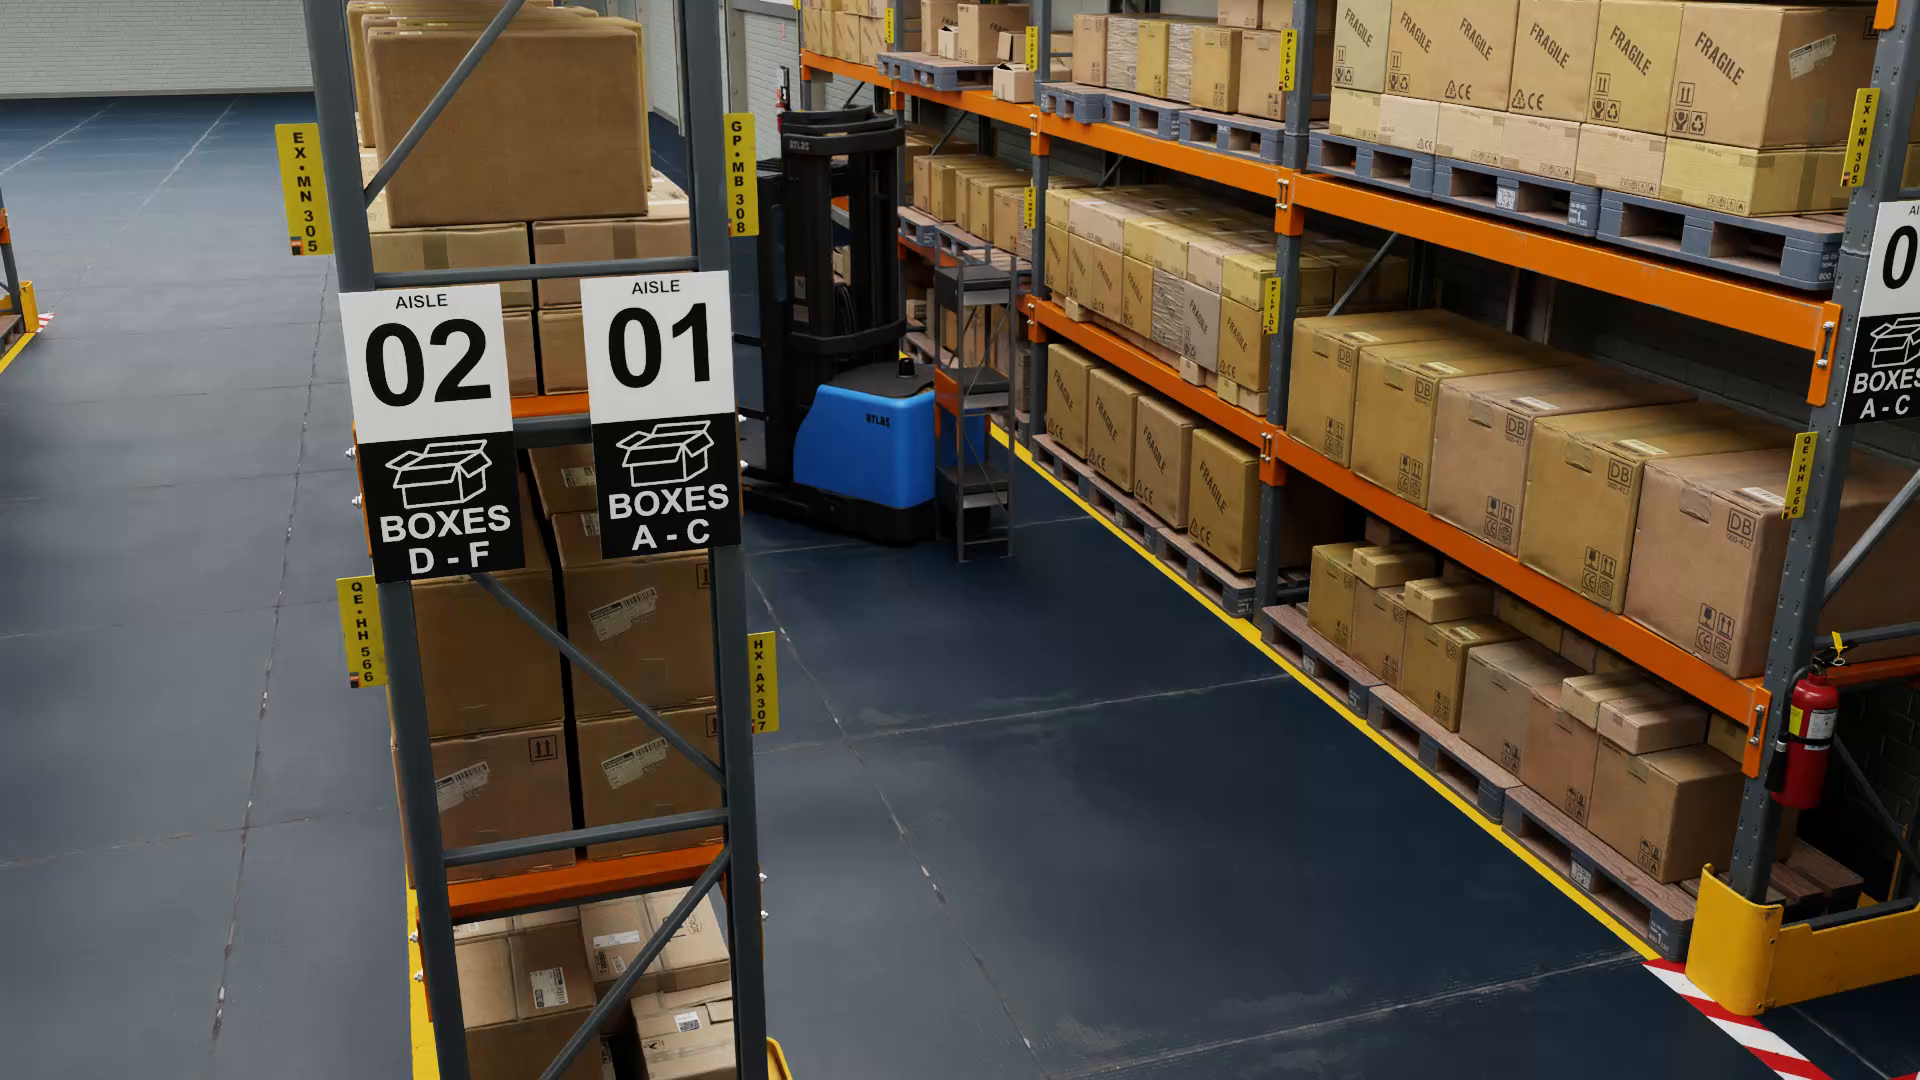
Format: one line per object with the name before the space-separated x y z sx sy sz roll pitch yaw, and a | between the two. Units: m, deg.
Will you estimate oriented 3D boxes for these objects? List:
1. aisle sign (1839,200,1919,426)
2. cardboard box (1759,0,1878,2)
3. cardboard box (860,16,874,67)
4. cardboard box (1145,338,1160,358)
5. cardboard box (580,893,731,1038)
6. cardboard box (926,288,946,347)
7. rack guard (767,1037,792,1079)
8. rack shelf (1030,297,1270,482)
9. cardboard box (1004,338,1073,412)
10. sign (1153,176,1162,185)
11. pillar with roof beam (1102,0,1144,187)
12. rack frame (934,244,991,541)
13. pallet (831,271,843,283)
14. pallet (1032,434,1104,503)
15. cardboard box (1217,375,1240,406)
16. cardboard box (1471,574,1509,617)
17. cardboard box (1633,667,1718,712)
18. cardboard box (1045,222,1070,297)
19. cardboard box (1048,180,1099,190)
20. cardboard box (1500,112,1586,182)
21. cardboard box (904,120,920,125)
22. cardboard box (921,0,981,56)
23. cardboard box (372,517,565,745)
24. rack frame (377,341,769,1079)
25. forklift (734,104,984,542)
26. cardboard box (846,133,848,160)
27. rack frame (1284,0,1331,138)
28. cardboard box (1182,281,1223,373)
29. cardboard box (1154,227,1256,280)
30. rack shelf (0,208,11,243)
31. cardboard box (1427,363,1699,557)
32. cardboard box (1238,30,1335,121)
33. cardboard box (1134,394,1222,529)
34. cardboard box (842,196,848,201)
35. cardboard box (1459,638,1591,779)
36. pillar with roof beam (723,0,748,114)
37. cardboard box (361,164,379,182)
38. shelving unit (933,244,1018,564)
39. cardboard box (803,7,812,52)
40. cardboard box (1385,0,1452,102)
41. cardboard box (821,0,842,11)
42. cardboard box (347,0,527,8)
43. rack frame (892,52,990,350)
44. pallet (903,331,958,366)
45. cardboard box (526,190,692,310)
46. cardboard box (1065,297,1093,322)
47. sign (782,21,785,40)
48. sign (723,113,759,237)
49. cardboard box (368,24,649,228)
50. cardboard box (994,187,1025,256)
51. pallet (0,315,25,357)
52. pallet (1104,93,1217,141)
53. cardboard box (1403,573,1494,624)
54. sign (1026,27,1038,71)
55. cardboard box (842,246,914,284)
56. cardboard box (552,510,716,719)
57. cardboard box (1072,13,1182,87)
aisle sign | 3.325 -0.800 5.860 0.394 0.787 0.004 -6 21 -17
cardboard box | 3.428 -2.000 6.955 0.500 0.500 0.500 -7 21 -18
cardboard box | -0.725 -5.250 17.480 0.500 0.500 0.500 -8 21 -22
cardboard box | 1.525 -1.383 11.672 0.380 0.149 0.250 -6 21 -15
cardboard box | -1.173 1.618 6.391 0.500 0.250 0.500 -6 21 -17
cardboard box | 0.063 -2.278 16.869 0.700 0.500 0.500 -6 21 -15
rack guard | -1.138 2.048 5.474 1.175 0.500 0.348 -6 21 -17
rack shelf | 1.701 -1.218 11.935 1.077 0.370 4.000 -6 21 -17
cardboard box | 0.797 -1.455 14.576 0.700 0.500 0.500 -6 21 -16
sign | 1.599 -2.803 13.571 0.100 0.325 0.005 -6 21 -17
pillar with roof beam | -2.601 -5.074 12.730 9.100 9.000 0.400 -6 21 -17
rack frame | 0.017 -1.002 11.601 0.400 2.100 0.015 -7 21 -18
pallet | -1.196 -3.165 20.415 1.003 0.211 1.213 -6 21 -17
pallet | 1.249 -0.625 13.345 1.003 0.211 1.213 -6 21 -17
cardboard box | 1.853 -0.963 10.502 0.380 0.149 0.250 -6 21 -16
cardboard box | 2.940 0.276 8.826 0.380 0.149 0.250 -6 21 -17
cardboard box | 3.342 0.685 7.690 0.380 0.149 0.250 -6 21 -17
cardboard box | 0.983 -2.212 13.020 0.500 0.500 0.500 -6 21 -16
cardboard box | 0.936 -2.865 13.698 0.380 0.149 0.250 -9 22 -24
cardboard box | 2.772 -1.757 7.387 0.500 0.250 0.500 -7 21 -19
cardboard box | -0.776 -4.601 19.371 0.500 0.500 0.500 -7 21 -19
cardboard box | -0.088 -4.955 16.067 0.500 0.500 0.500 -3 20 -9
cardboard box | -1.515 0.265 5.114 0.500 0.500 0.500 -7 21 -18
rack frame | -1.114 0.896 4.984 1.000 3.000 0.127 -6 21 -17
forklift | -1.259 -1.748 12.446 3.031 2.935 1.130 15 25 36
cardboard box | -0.937 -4.215 18.297 0.500 0.500 0.500 -7 21 -19
rack frame | 2.330 -3.738 9.012 1.000 3.000 0.127 -6 21 -17
cardboard box | 1.776 -1.395 10.746 0.500 0.500 0.500 -6 21 -17
cardboard box | 1.629 -1.916 11.086 0.500 0.250 0.500 -6 21 -16
rack shelf | -10.218 -2.733 16.152 1.077 0.370 4.000 -6 21 -17
cardboard box | 2.947 -0.413 8.185 0.980 0.700 0.700 -7 21 -20
cardboard box | 2.158 -2.875 10.247 0.700 0.500 0.500 -8 21 -20
cardboard box | 1.720 -0.580 11.654 0.750 0.750 0.750 -6 21 -16
cardboard box | -1.102 -4.023 18.871 0.500 0.250 0.500 -6 21 -17
cardboard box | 2.956 0.812 8.296 0.700 0.500 0.500 -7 21 -19
pillar with roof beam | -8.259 -10.850 28.812 9.100 9.000 0.400 -6 21 -17
cardboard box | -1.829 -1.139 5.696 0.500 0.250 0.500 -6 21 -17
shelving unit | 0.098 -0.925 11.384 0.431 2.100 0.503 -7 21 -18
cardboard box | -1.574 -6.100 19.847 0.500 0.500 0.500 -6 21 -16
cardboard box | 2.455 -2.431 8.153 0.500 0.500 0.500 -7 21 -18
cardboard box | -1.270 -6.225 18.717 0.500 0.500 0.500 -6 21 -16
cardboard box | -2.160 -1.989 6.953 0.700 0.500 0.500 -6 21 -17
rack frame | -0.184 -3.482 17.174 1.000 3.000 0.127 -6 21 -17
pallet | 0.062 -1.920 16.950 1.003 0.211 1.213 -6 21 -17
cardboard box | -1.028 -0.873 4.953 0.500 0.250 0.500 -6 21 -17
cardboard box | 1.031 -1.783 12.786 0.380 0.149 0.250 -6 21 -16
sign | -2.935 -8.460 27.602 0.001 0.298 0.199 -6 21 -17
sign | -0.599 -0.984 4.490 0.100 0.325 0.005 -6 21 -17
cardboard box | -1.291 -1.196 4.745 0.700 0.500 0.500 -6 21 -17
cardboard box | 0.714 -2.779 14.417 0.700 0.500 0.500 -8 21 -22
pallet | -10.528 -2.120 17.507 1.003 0.211 1.213 -6 21 -17
pallet | 1.680 -2.962 11.567 1.003 0.211 1.213 -5 20 -15
cardboard box | 2.566 0.306 8.743 0.380 0.149 0.250 -7 21 -19
sign | 0.557 -3.796 12.847 0.100 0.325 0.005 -6 21 -17
cardboard box | -0.947 -3.141 19.271 0.700 0.500 0.500 -8 21 -21
cardboard box | -1.003 0.208 5.272 0.500 0.500 0.500 -6 21 -16
cardboard box | 1.277 -3.718 12.593 0.700 0.500 0.500 -8 21 -21
